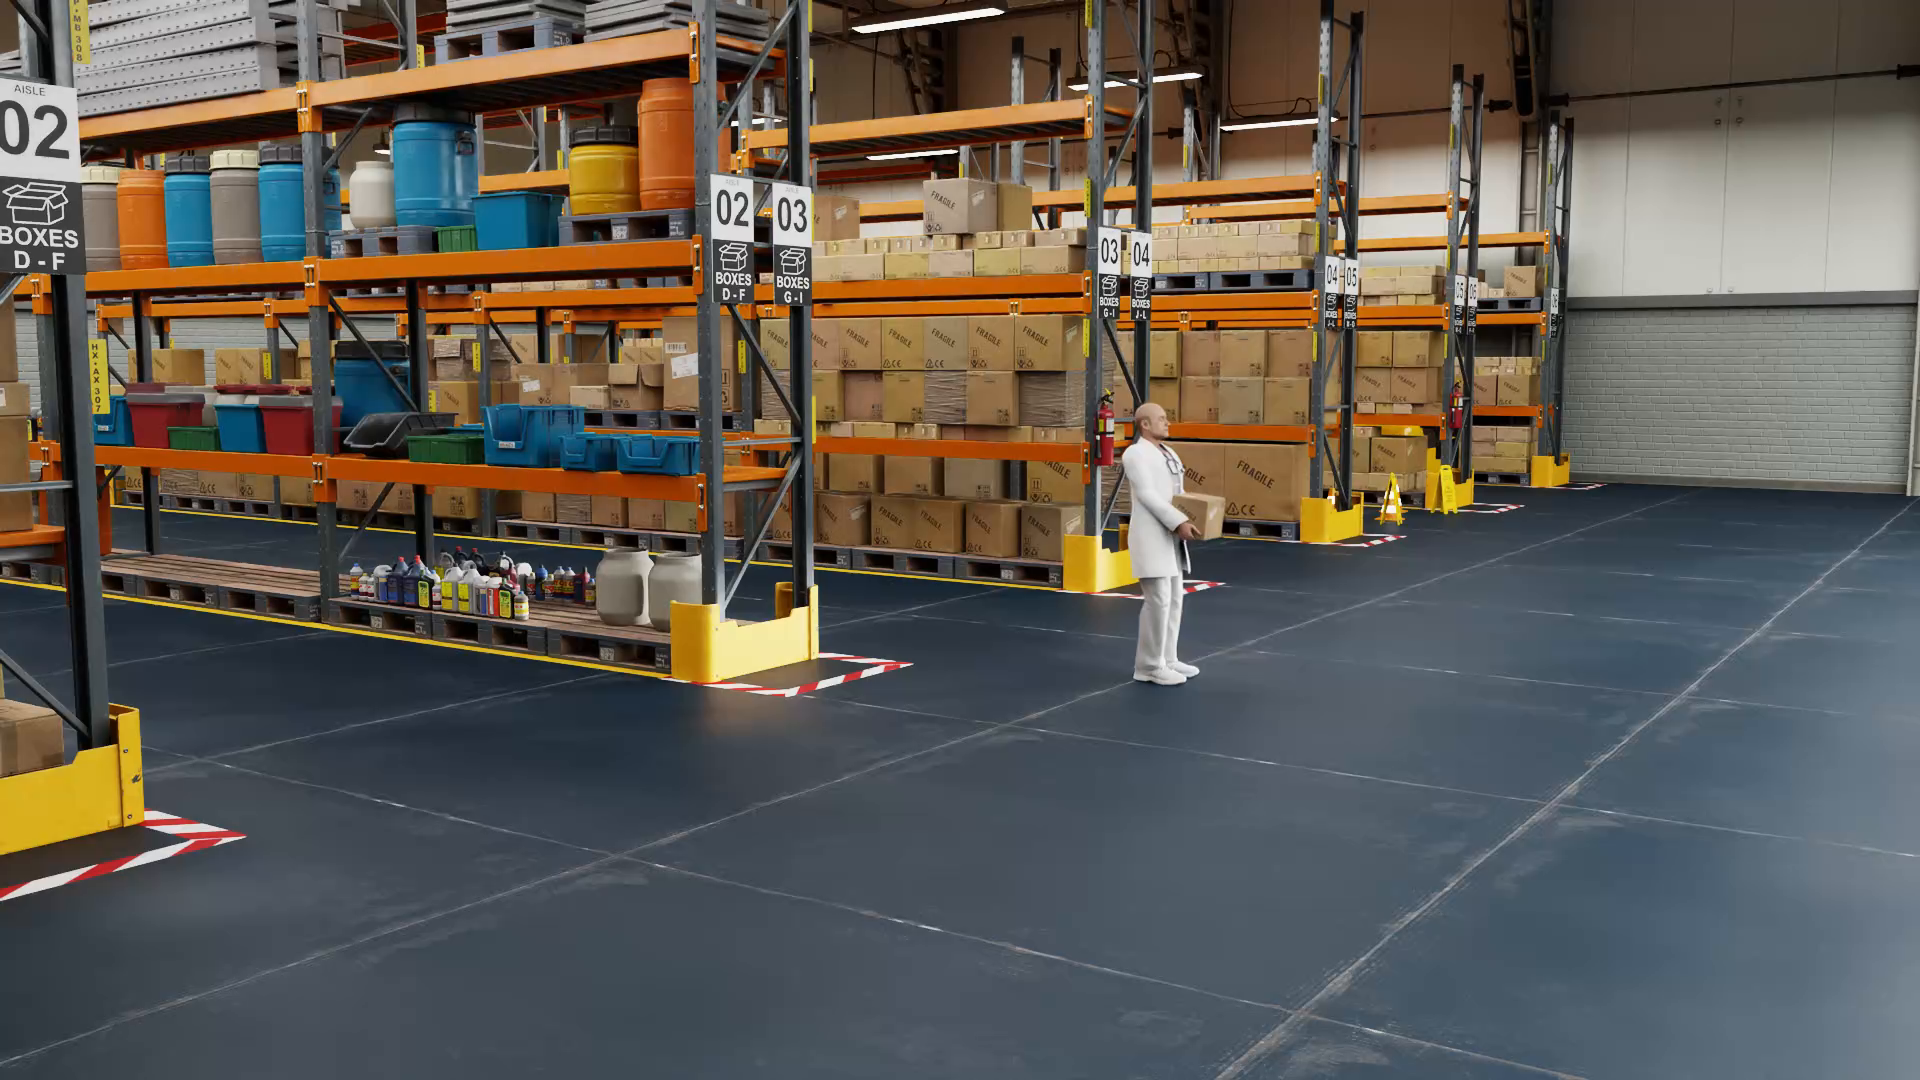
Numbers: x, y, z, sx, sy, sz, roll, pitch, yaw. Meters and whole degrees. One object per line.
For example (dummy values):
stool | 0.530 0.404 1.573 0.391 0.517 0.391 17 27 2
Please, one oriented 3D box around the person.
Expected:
person | 1.347 0.018 10.610 0.553 1.771 0.527 4 7 33
